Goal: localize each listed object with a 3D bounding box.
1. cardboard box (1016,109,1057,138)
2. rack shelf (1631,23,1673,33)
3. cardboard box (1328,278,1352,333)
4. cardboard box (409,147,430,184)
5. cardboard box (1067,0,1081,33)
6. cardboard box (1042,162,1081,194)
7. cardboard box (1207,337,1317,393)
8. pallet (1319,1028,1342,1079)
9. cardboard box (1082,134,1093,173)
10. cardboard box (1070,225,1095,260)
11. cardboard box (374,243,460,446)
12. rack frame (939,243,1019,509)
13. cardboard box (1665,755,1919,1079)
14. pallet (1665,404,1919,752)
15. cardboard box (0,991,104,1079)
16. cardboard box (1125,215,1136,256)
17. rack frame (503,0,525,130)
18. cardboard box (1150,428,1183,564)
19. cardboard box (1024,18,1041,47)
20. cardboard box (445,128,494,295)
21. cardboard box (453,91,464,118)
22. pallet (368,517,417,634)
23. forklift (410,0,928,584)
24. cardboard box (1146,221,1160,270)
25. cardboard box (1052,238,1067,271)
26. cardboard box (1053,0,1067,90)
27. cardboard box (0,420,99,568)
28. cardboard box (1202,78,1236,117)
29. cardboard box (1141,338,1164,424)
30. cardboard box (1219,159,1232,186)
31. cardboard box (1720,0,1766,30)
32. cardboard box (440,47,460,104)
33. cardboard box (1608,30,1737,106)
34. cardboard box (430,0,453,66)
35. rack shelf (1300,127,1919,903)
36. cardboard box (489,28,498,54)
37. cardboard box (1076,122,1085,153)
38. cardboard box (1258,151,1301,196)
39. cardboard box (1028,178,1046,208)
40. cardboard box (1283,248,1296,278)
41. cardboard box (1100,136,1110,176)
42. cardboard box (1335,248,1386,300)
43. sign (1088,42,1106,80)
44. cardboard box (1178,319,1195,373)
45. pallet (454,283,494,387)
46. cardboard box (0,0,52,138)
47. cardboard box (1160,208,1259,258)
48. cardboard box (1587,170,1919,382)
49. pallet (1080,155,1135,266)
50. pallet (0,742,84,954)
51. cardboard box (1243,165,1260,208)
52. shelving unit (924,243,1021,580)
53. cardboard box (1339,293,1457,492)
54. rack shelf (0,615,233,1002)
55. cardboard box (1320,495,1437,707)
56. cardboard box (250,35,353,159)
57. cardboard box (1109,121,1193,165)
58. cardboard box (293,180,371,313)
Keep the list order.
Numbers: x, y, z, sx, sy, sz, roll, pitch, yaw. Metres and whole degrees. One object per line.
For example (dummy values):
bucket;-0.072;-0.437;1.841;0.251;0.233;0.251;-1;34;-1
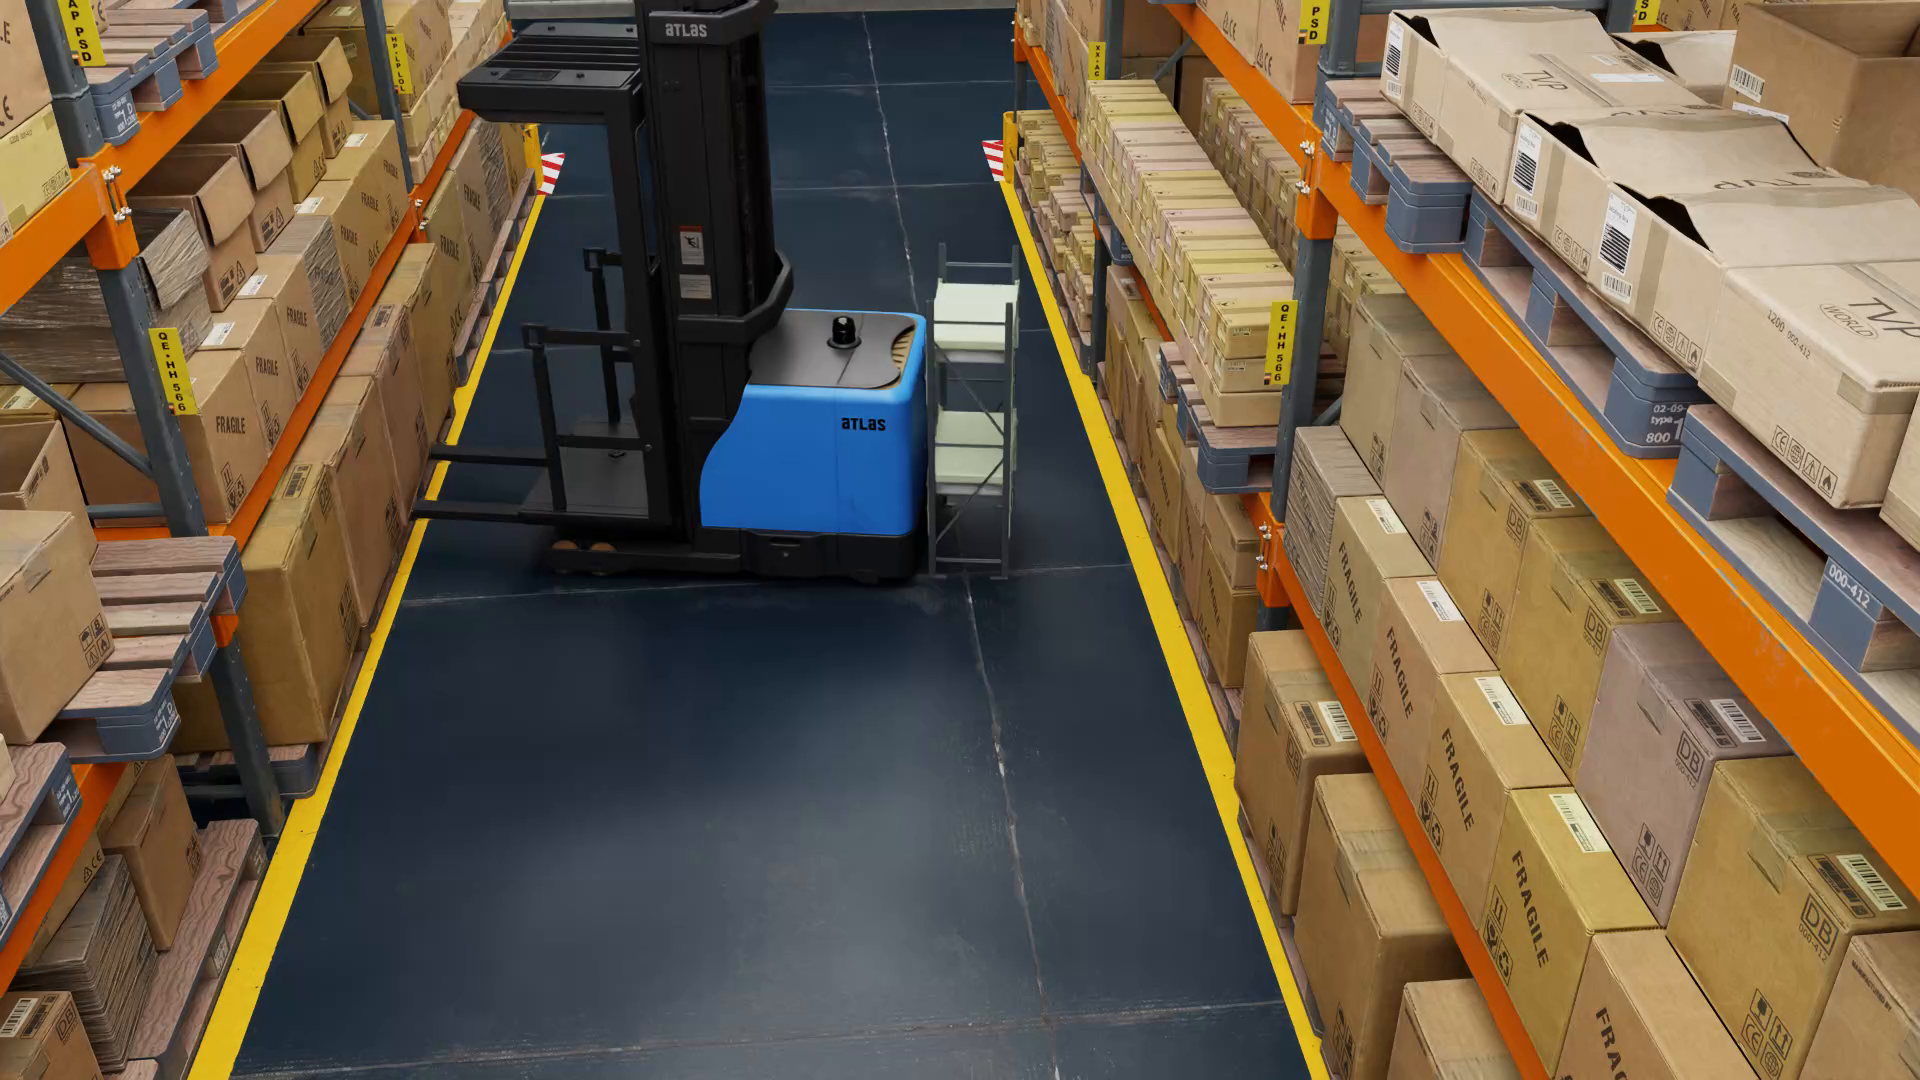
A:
cardboard box;0.653;-3.284;13.114;0.380;0.149;0.250;-4;31;-7
rack shelf;6.048;-3.315;12.077;1.077;0.370;4.000;-3;31;-5
cardboard box;1.789;-1.003;7.049;0.380;0.149;0.250;-4;31;-6
cardboard box;-3.328;-2.187;9.732;0.380;0.149;0.250;-3;31;-4
cardboard box;0.949;-3.405;10.162;0.500;0.500;0.500;-4;31;-6
cardboard box;0.795;-2.613;11.991;0.380;0.149;0.250;-2;31;-4
cardboard box;1.190;-0.702;6.546;0.380;0.149;0.250;-2;31;-4
pallet;1.799;1.953;5.275;1.003;0.211;1.213;-3;31;-5
cardboard box;0.895;-2.163;9.282;0.380;0.149;0.250;-4;31;-7
cardboard box;0.930;-1.950;10.881;0.380;0.149;0.250;-3;31;-5
cardboard box;-3.552;-1.070;9.279;1.225;0.875;0.875;-3;31;-4
rack frame;0.095;-0.827;8.671;0.400;1.500;0.023;2;31;3
cardboard box;1.961;0.782;3.442;0.700;0.500;0.500;-3;31;-5
pallet;1.929;0.099;2.921;0.805;0.209;1.217;-4;31;-7
cardboard box;-3.051;1.711;4.969;0.700;0.500;0.500;0;31;0
cardboard box;1.022;-1.497;8.167;0.380;0.149;0.250;-3;31;-5
rack frame;-4.006;-4.170;12.807;1.000;3.000;0.127;-3;31;-5
cardboard box;1.257;-0.237;8.250;0.500;0.500;0.500;-4;31;-7
cardboard box;0.683;-3.800;12.431;0.380;0.149;0.250;-4;31;-6
cardboard box;-3.698;-2.196;11.165;0.875;0.875;0.875;-3;31;-5
cardboard box;-3.450;-2.849;10.839;0.380;0.149;0.250;-2;31;-4
pallet;-3.368;0.084;8.404;1.003;0.211;1.213;-3;31;-5
forklift;-1.683;-1.343;8.140;3.031;2.935;1.130;3;31;5
cardboard box;1.067;-1.361;7.649;0.380;0.149;0.250;-2;31;-3
cardboard box;0.843;-1.983;11.515;0.380;0.149;0.250;-3;31;-5
cardboard box;0.897;-3.237;10.857;0.500;0.500;0.500;-3;31;-5
cardboard box;-3.168;-0.035;5.377;0.500;0.500;0.500;-6;31;-11
cardboard box;1.548;-2.446;9.176;0.380;0.149;0.250;-1;31;-2
cardboard box;1.217;-0.821;8.496;0.500;0.250;0.500;-2;31;-3
cardboard box;1.596;-1.933;8.897;0.380;0.149;0.250;-3;31;-5
cardboard box;5.788;-3.657;11.849;0.500;0.500;0.500;-2;31;-3
cardboard box;-3.510;-2.962;10.640;0.500;0.250;0.500;-2;31;-3
cardboard box;2.086;-1.225;4.531;0.500;0.311;0.500;-3;31;-5
cardboard box;-3.514;-3.287;10.453;0.500;0.500;0.500;-4;31;-6
rack shelf;1.876;-0.230;3.986;1.077;0.370;4.000;-3;31;-5
cardboard box;-3.596;-3.635;12.155;0.380;0.149;0.250;-3;31;-4
cardboard box;0.924;-2.467;10.200;0.380;0.149;0.250;-4;31;-6
cardboard box;1.669;-1.781;8.062;0.380;0.149;0.250;-4;31;-7
cardboard box;0.723;-2.638;12.612;0.380;0.149;0.250;-2;31;-4
cardboard box;1.723;-1.259;7.769;0.380;0.149;0.250;-2;31;-4
cardboard box;0.945;-2.027;8.764;0.380;0.149;0.250;-2;31;-3
cardboard box;1.793;-1.107;6.934;0.380;0.149;0.250;-3;31;-5
sign;0.776;-2.656;9.427;0.100;0.325;0.005;-3;31;-5
cardboard box;1.140;-0.832;7.054;0.380;0.149;0.250;-2;31;-4
pallet;-3.625;-1.323;10.759;1.003;0.211;1.213;-3;31;-5
cardboard box;-2.965;-1.400;4.658;0.500;0.500;0.500;-2;31;-3
cardboard box;1.096;-1.350;7.340;0.380;0.149;0.250;-3;31;-5
cardboard box;1.681;-0.587;3.462;0.500;0.311;0.500;-4;31;-6
pallet;1.242;-1.835;9.083;1.003;0.211;1.213;-3;31;-5
pallet;-3.032;1.005;4.329;1.003;0.211;1.213;-3;31;-5
cardboard box;1.649;-1.787;8.362;0.380;0.149;0.250;-4;31;-7
shelving unit;0.070;-0.639;8.358;0.431;1.500;0.755;2;31;3
cardboard box;1.722;-0.514;5.614;0.700;0.500;0.500;-3;31;-5
rack shelf;-3.071;1.244;4.444;1.077;0.370;4.000;-3;31;-5
cardboard box;1.513;0.187;5.415;0.500;0.500;0.500;-3;31;-5
cardboard box;-3.564;-2.276;8.559;0.797;0.503;0.637;-4;31;-6
cardboard box;0.969;-2.018;8.459;0.380;0.149;0.250;-3;31;-5
cardboard box;-3.221;-1.426;8.115;0.500;0.500;0.500;-3;31;-5
